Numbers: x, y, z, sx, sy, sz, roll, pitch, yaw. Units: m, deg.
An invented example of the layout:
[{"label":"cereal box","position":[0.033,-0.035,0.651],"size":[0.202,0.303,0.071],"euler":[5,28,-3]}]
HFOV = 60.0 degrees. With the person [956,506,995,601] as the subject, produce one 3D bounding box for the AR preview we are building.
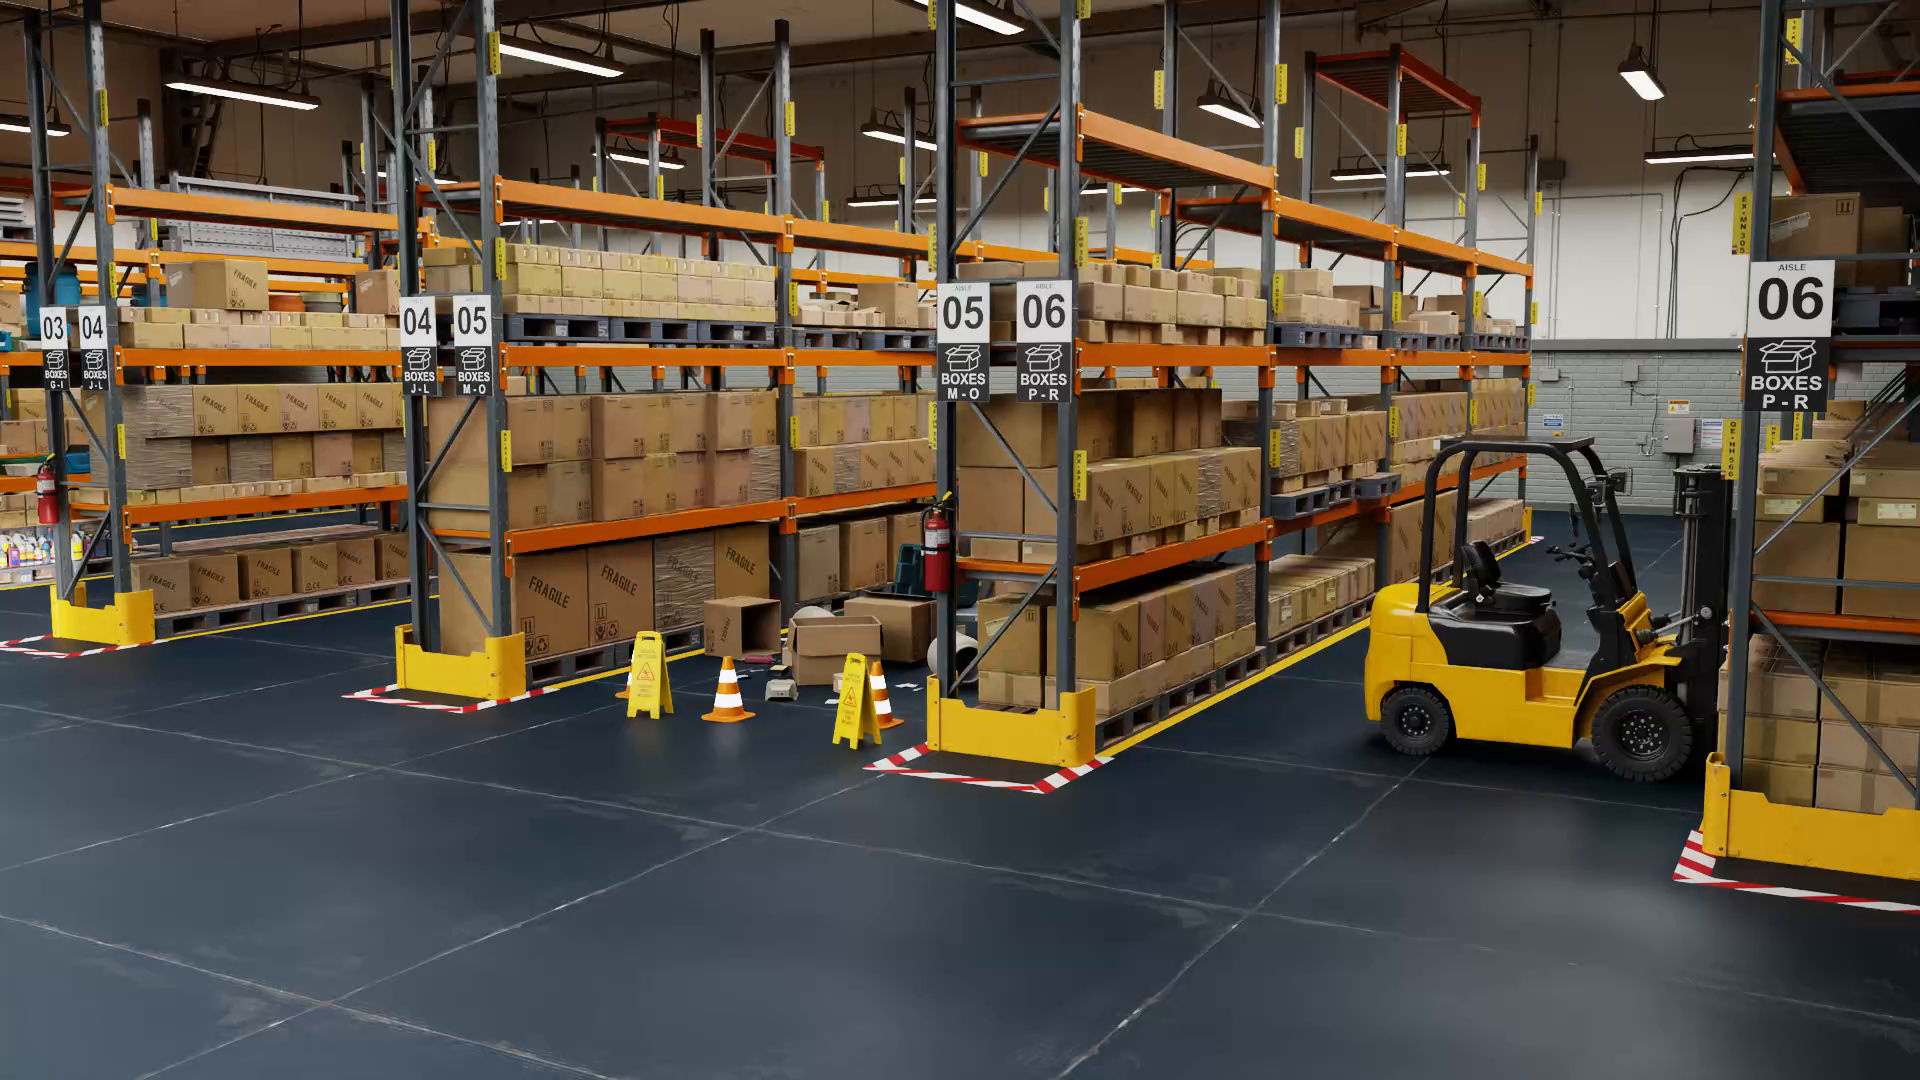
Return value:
[{"label":"person","position":[0.167,0.009,18.301],"size":[0.490,1.462,0.556],"euler":[3,7,29]}]
